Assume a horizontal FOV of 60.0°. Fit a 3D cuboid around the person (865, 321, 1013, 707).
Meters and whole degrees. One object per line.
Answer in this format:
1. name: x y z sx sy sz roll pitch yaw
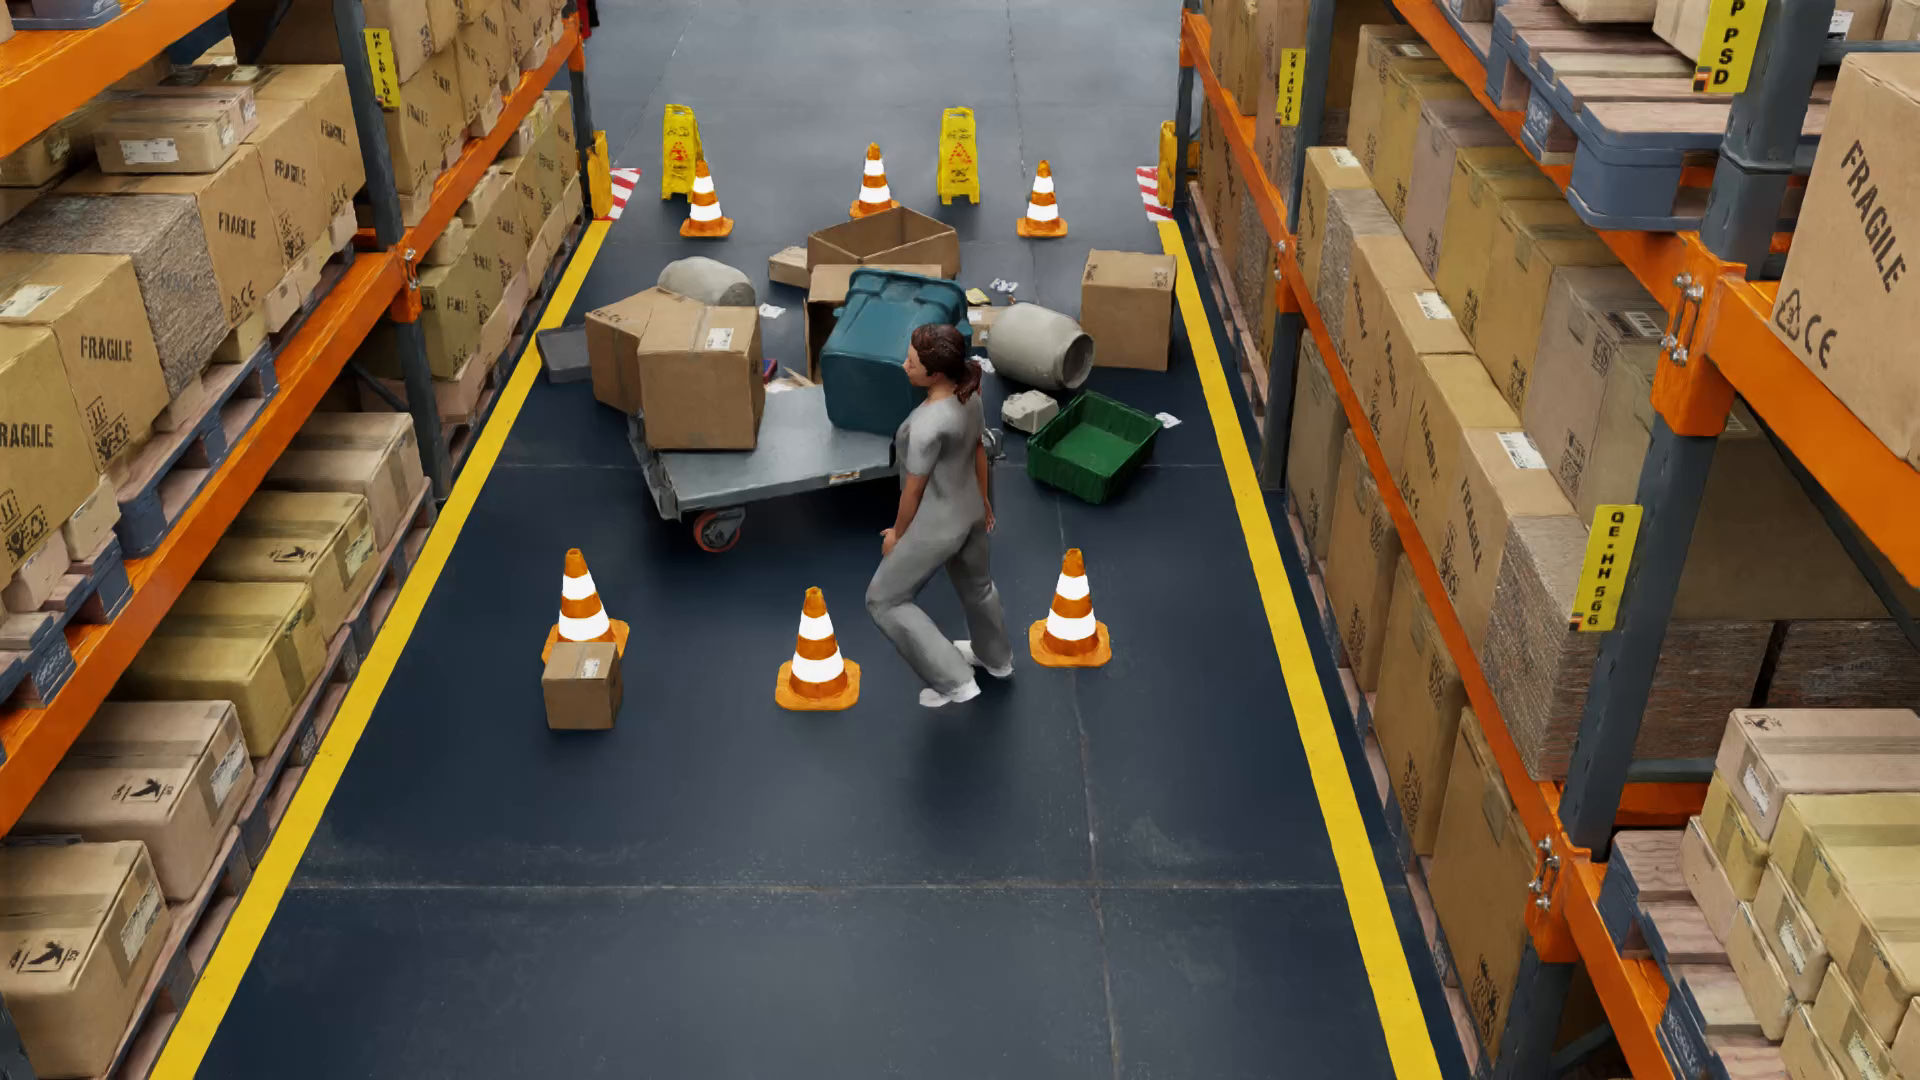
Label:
1. person: -0.048 -0.098 6.286 0.464 1.652 0.588 14 34 21
